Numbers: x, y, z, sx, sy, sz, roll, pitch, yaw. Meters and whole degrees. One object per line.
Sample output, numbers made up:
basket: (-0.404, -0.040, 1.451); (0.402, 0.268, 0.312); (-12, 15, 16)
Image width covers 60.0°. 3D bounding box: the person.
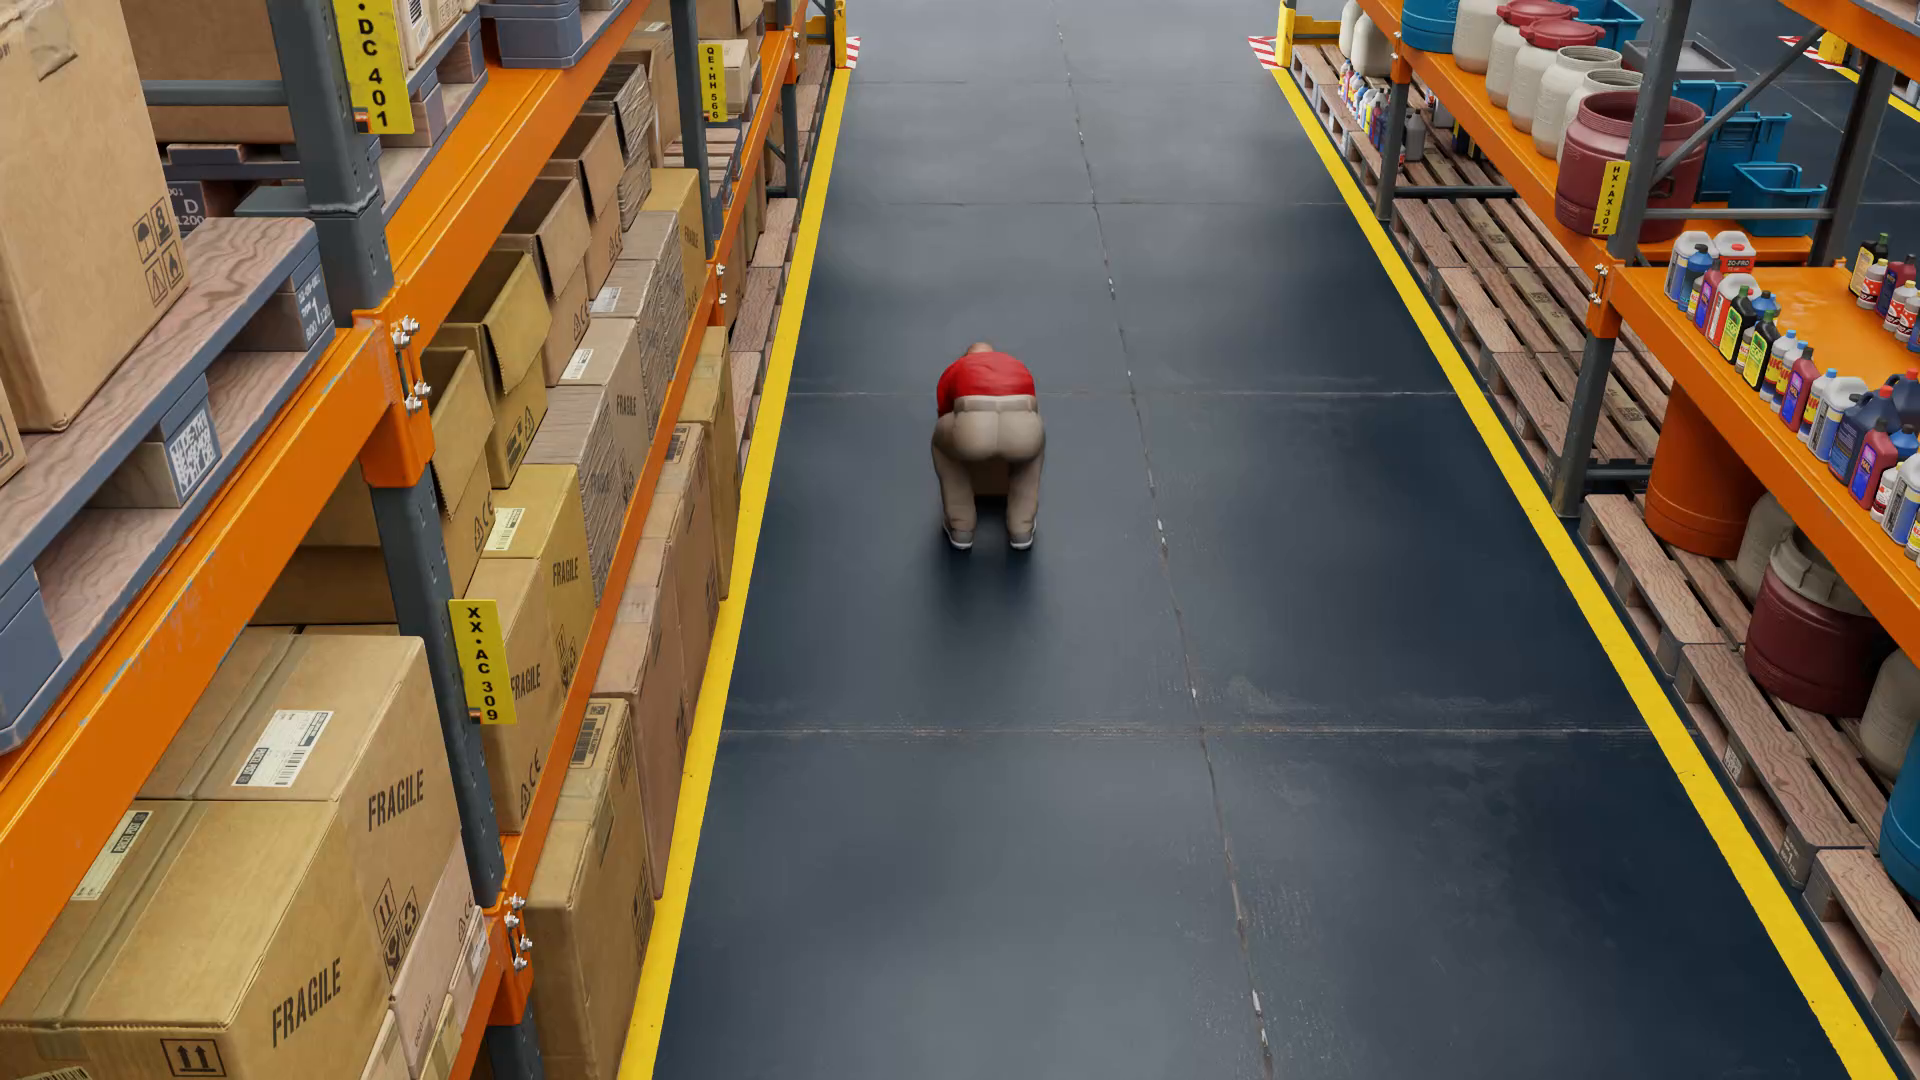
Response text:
person: (0.133, -0.470, 7.777); (0.545, 0.867, 0.957); (-1, 31, -2)
